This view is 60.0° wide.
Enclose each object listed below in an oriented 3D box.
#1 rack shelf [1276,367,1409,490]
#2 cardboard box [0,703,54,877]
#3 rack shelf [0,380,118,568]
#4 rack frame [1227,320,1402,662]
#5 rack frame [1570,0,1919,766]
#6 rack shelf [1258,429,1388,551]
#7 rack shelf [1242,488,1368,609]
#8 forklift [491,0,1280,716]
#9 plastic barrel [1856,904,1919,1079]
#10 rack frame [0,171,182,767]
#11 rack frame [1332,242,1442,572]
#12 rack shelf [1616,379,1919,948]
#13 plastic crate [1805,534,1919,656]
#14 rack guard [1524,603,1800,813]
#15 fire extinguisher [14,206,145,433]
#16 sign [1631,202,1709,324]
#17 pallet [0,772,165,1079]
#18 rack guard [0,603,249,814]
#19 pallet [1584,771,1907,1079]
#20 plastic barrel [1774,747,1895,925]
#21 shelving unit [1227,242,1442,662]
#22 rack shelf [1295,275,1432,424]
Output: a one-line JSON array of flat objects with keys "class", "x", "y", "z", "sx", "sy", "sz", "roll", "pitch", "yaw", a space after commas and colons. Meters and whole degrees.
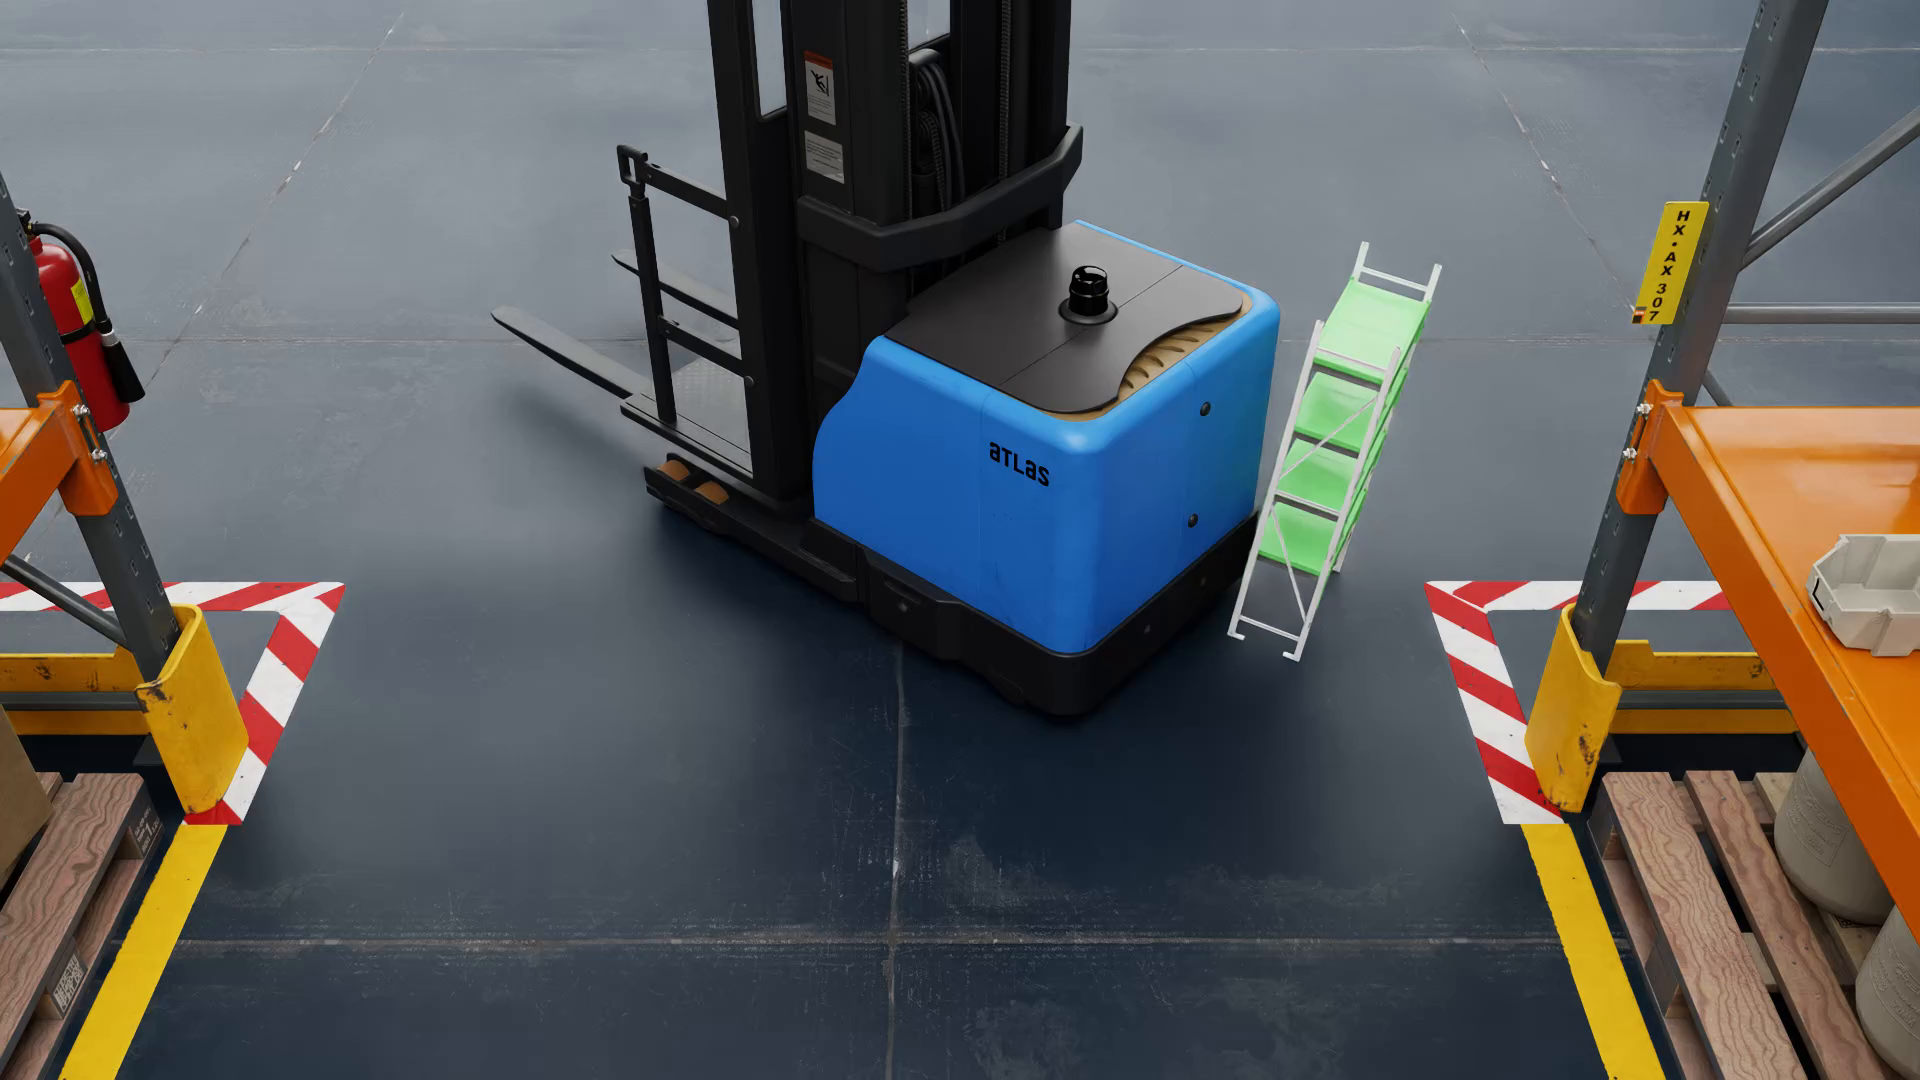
[{"class": "rack shelf", "x": 1.146, "y": -0.378, "z": 4.963, "sx": 0.258, "sy": 0.148, "sz": 0.480, "roll": 21, "pitch": 43, "yaw": 15}, {"class": "cardboard box", "x": -2.736, "y": 0.662, "z": 4.188, "sx": 0.500, "sy": 0.500, "sz": 0.500, "roll": 7, "pitch": 39, "yaw": 8}, {"class": "rack shelf", "x": -2.717, "y": 0.992, "z": 2.689, "sx": 1.077, "sy": 0.370, "sz": 4.000, "roll": 0, "pitch": 39, "yaw": 0}, {"class": "rack frame", "x": 1.025, "y": -0.108, "z": 4.907, "sx": 0.240, "sy": 1.200, "sz": 0.015, "roll": 21, "pitch": 43, "yaw": 15}, {"class": "rack frame", "x": 2.233, "y": -0.543, "z": 4.029, "sx": 1.000, "sy": 3.000, "sz": 0.127, "roll": 0, "pitch": 39, "yaw": 0}, {"class": "rack shelf", "x": 1.122, "y": -0.199, "z": 5.121, "sx": 0.258, "sy": 0.148, "sz": 0.480, "roll": 21, "pitch": 43, "yaw": 15}, {"class": "rack shelf", "x": 1.099, "y": -0.020, "z": 5.279, "sx": 0.258, "sy": 0.148, "sz": 0.480, "roll": 21, "pitch": 43, "yaw": 15}, {"class": "forklift", "x": -0.475, "y": -1.400, "z": 5.154, "sx": 3.031, "sy": 2.935, "sz": 1.130, "roll": 28, "pitch": 47, "yaw": 31}, {"class": "plastic barrel", "x": 2.311, "y": 0.989, "z": 3.771, "sx": 0.421, "sy": 0.512, "sz": 0.421, "roll": 0, "pitch": 39, "yaw": 0}, {"class": "rack frame", "x": -2.720, "y": -0.540, "z": 4.025, "sx": 1.000, "sy": 3.000, "sz": 0.127, "roll": 0, "pitch": 39, "yaw": 0}, {"class": "rack frame", "x": 1.232, "y": -0.385, "z": 5.251, "sx": 0.240, "sy": 1.200, "sz": 0.015, "roll": 21, "pitch": 43, "yaw": 15}, {"class": "rack shelf", "x": 2.235, "y": 0.988, "z": 2.694, "sx": 1.077, "sy": 0.370, "sz": 4.000, "roll": 0, "pitch": 39, "yaw": 0}, {"class": "plastic crate", "x": 1.912, "y": 0.119, "z": 3.413, "sx": 0.298, "sy": 0.136, "sz": 0.250, "roll": 0, "pitch": 39, "yaw": 0}, {"class": "rack guard", "x": 2.280, "y": 0.480, "z": 4.752, "sx": 1.175, "sy": 0.500, "sz": 0.348, "roll": 0, "pitch": 39, "yaw": 0}, {"class": "fire extinguisher", "x": -2.259, "y": -0.581, "z": 4.139, "sx": 0.296, "sy": 0.674, "sz": 0.183, "roll": 0, "pitch": 39, "yaw": 0}, {"class": "sign", "x": 1.683, "y": -0.654, "z": 3.946, "sx": 0.100, "sy": 0.325, "sz": 0.005, "roll": 0, "pitch": 39, "yaw": 0}, {"class": "pallet", "x": -2.754, "y": 1.104, "z": 4.204, "sx": 1.003, "sy": 0.211, "sz": 1.213, "roll": 0, "pitch": 39, "yaw": 0}, {"class": "rack guard", "x": -2.720, "y": 0.483, "z": 4.747, "sx": 1.175, "sy": 0.500, "sz": 0.348, "roll": 0, "pitch": 39, "yaw": 0}, {"class": "pallet", "x": 2.276, "y": 1.100, "z": 4.208, "sx": 1.003, "sy": 0.211, "sz": 1.213, "roll": 0, "pitch": 39, "yaw": 0}, {"class": "plastic barrel", "x": 2.310, "y": 0.675, "z": 4.162, "sx": 0.421, "sy": 0.512, "sz": 0.421, "roll": 0, "pitch": 39, "yaw": 0}, {"class": "shelving unit", "x": 1.129, "y": -0.247, "z": 5.079, "sx": 0.258, "sy": 1.200, "sz": 0.503, "roll": 21, "pitch": 43, "yaw": 15}, {"class": "rack shelf", "x": 1.169, "y": -0.557, "z": 4.806, "sx": 0.258, "sy": 0.148, "sz": 0.480, "roll": 21, "pitch": 43, "yaw": 15}]
